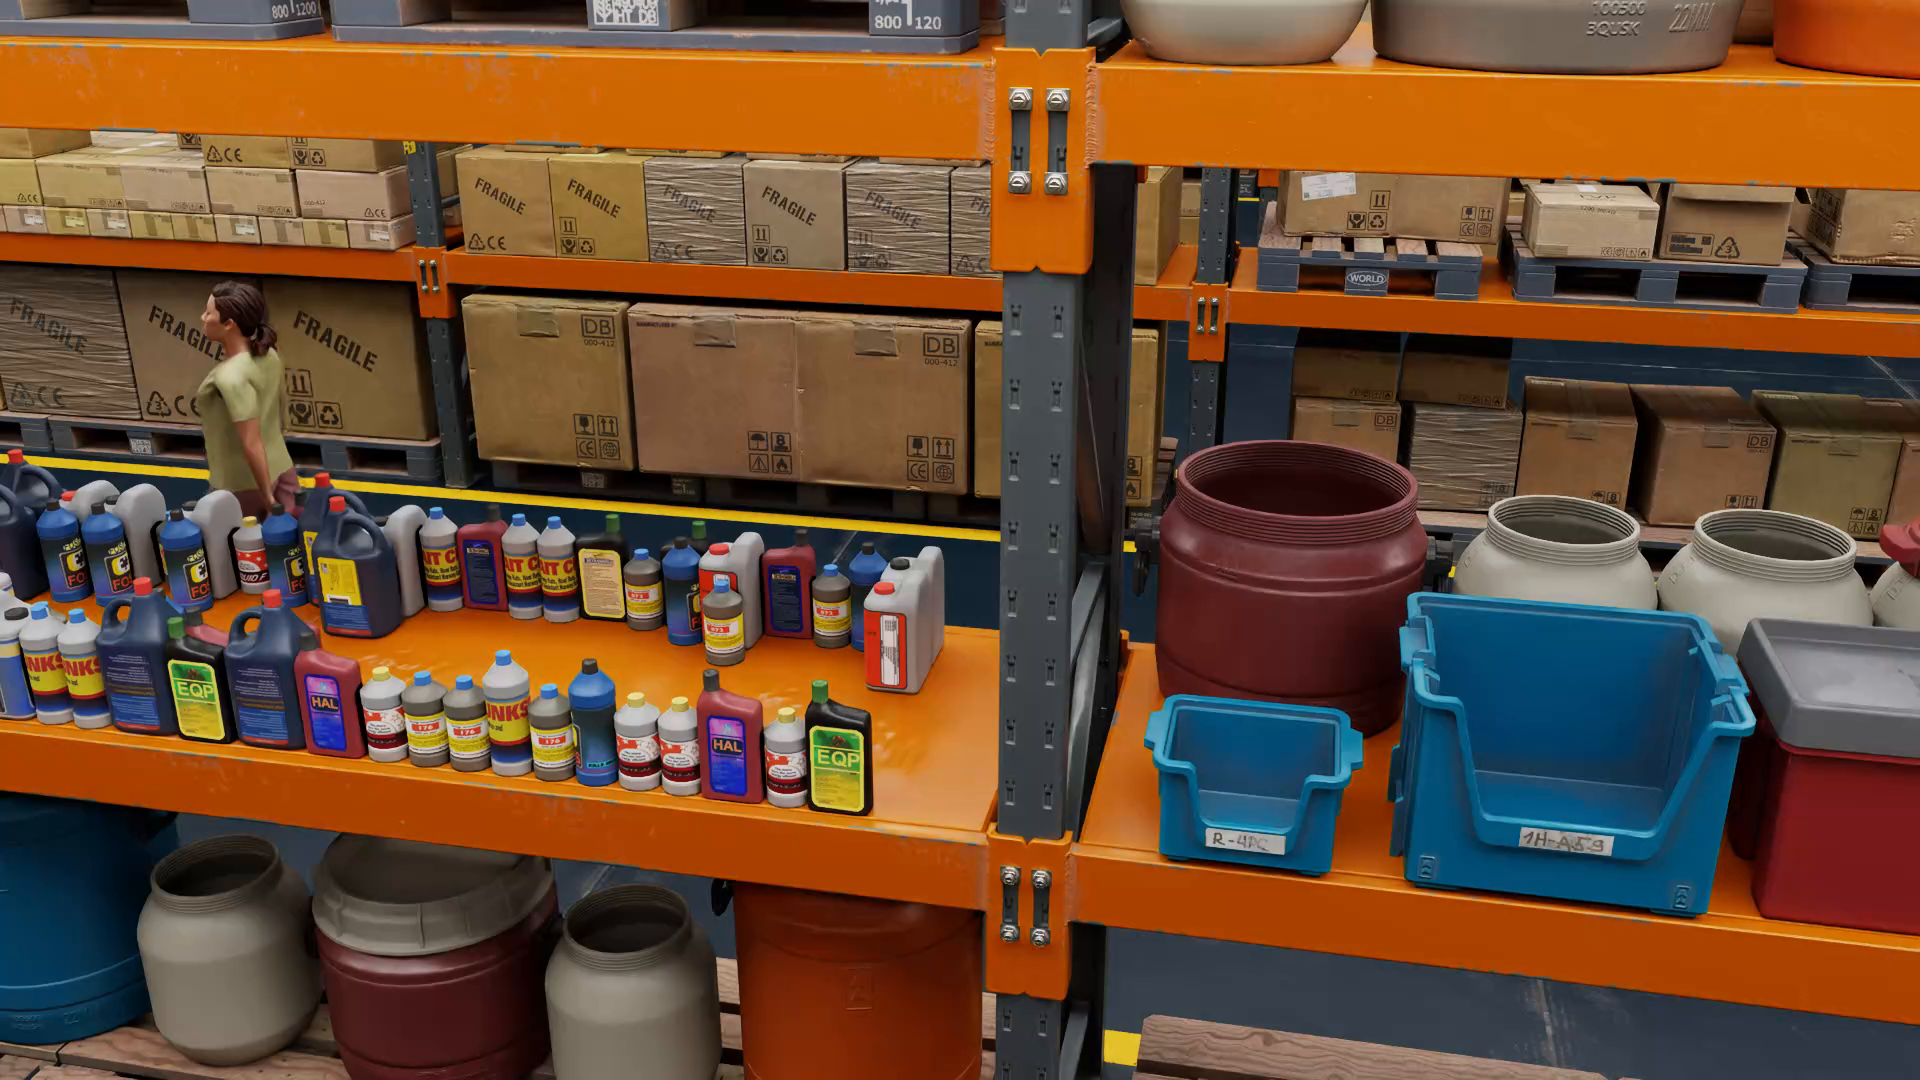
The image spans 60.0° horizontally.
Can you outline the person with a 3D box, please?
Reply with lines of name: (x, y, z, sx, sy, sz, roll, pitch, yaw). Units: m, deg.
person: (-2.890, -0.252, 6.721, 1.027, 1.614, 0.450, 3, 22, 7)
